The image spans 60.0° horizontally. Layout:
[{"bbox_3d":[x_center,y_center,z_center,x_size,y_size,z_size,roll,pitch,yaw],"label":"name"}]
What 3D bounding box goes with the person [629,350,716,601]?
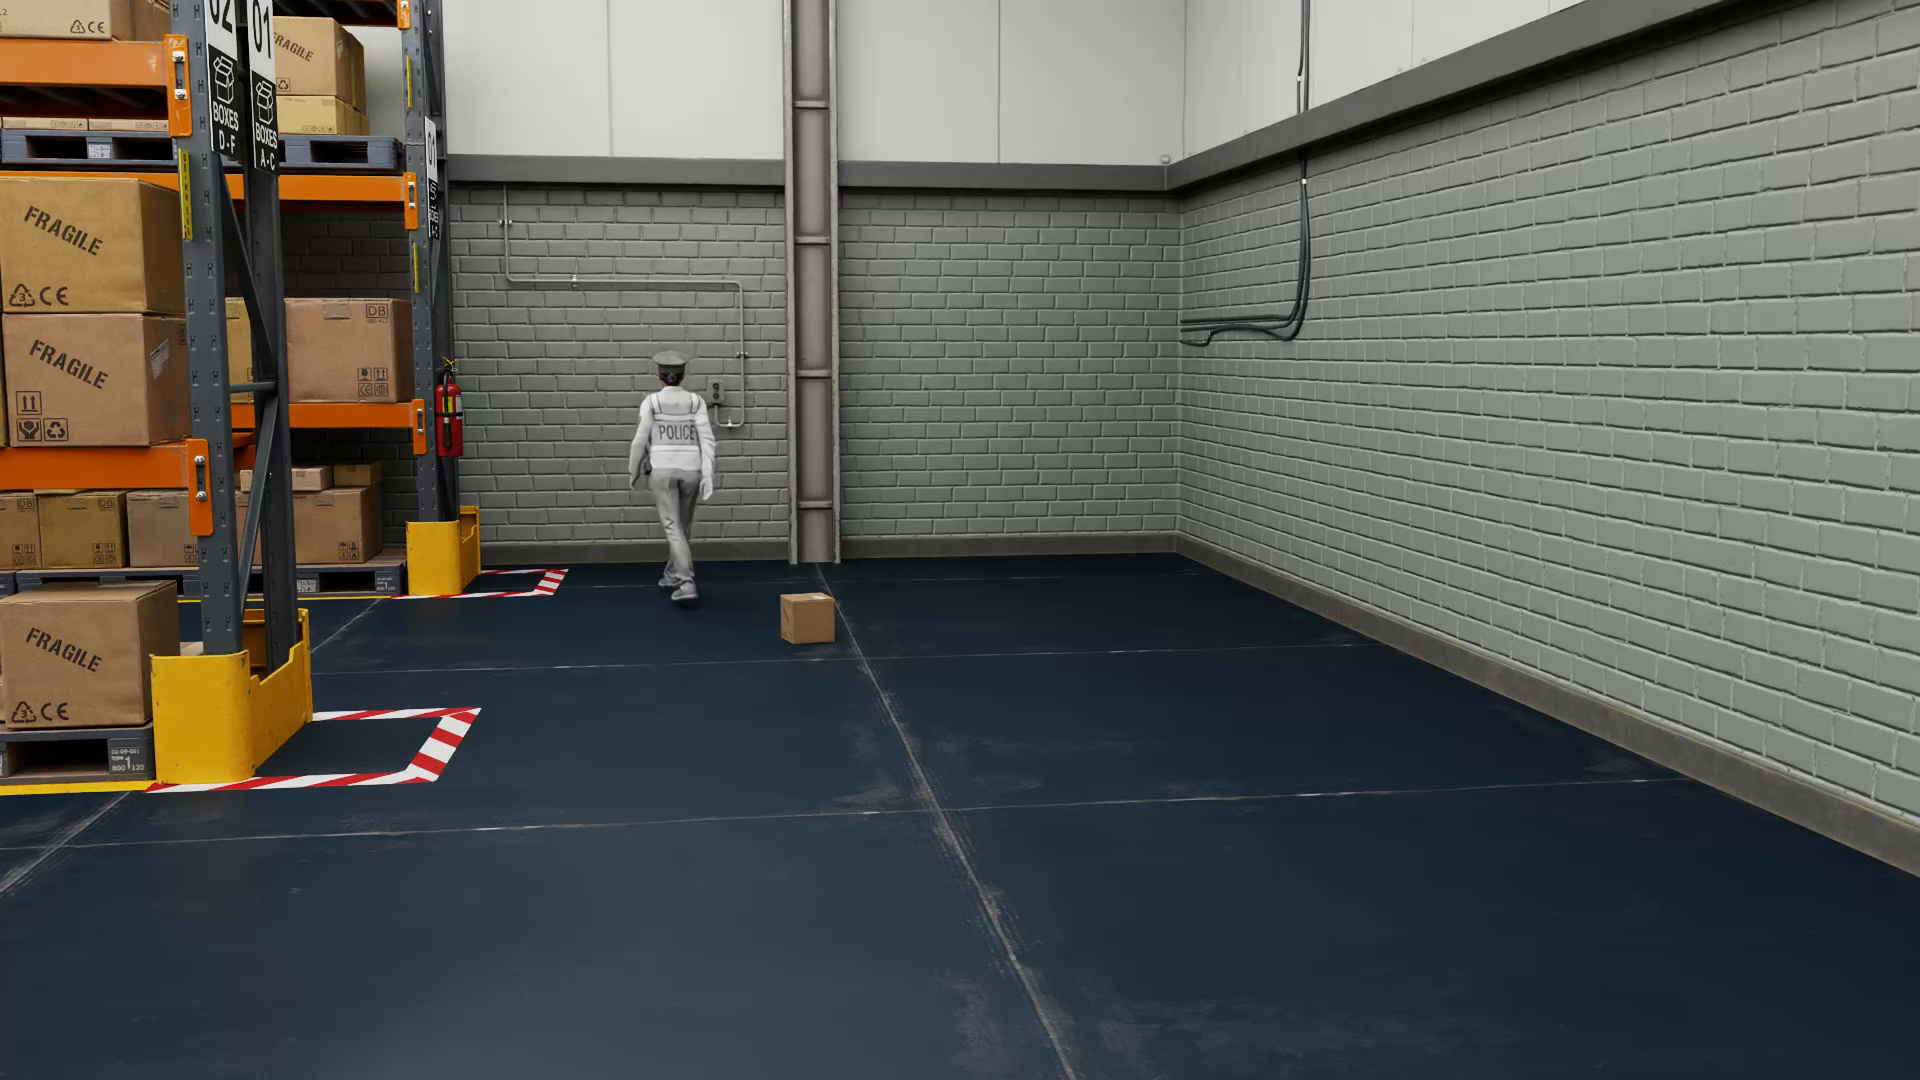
[{"bbox_3d":[-1.920,-0.442,11.006,0.513,1.623,0.995,-3,7,-28],"label":"person"}]
